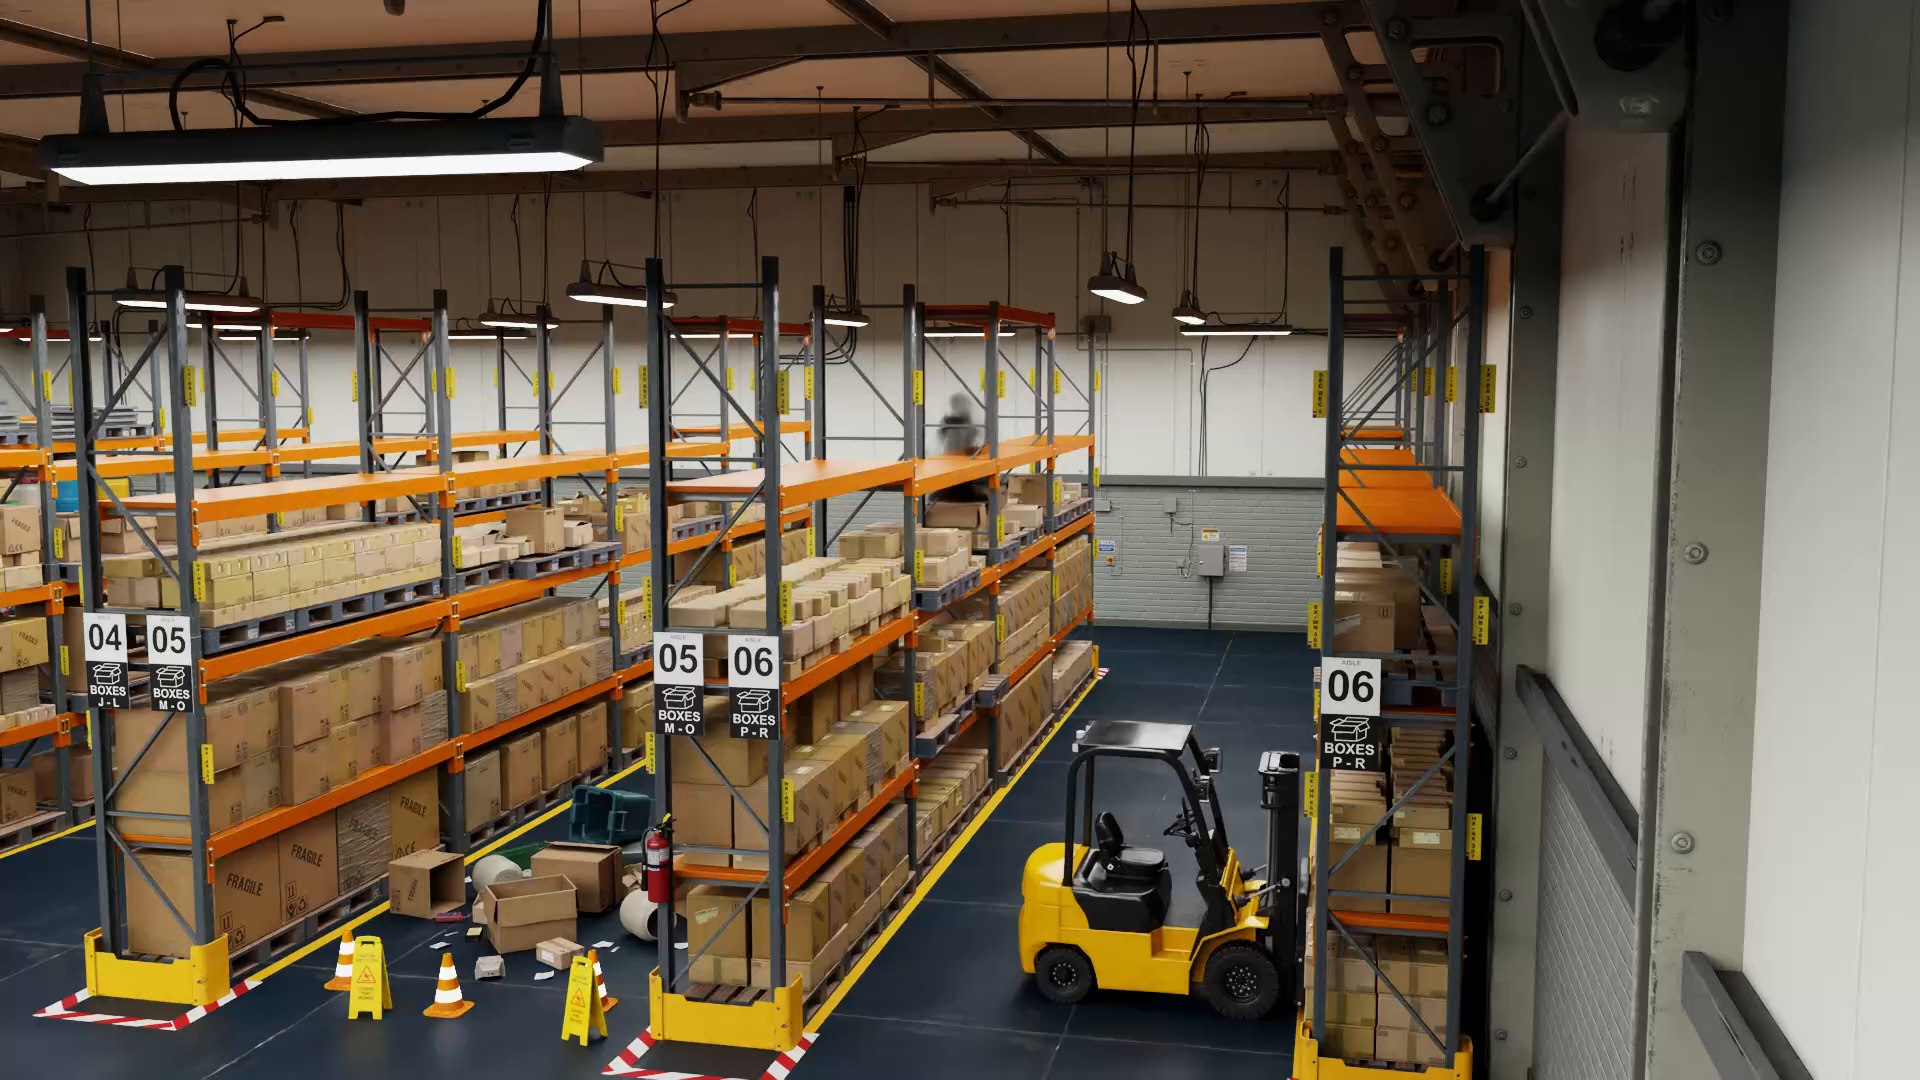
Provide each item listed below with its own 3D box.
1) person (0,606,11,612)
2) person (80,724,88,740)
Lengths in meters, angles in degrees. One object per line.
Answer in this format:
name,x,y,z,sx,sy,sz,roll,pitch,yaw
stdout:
person,-16.009,1.525,28.028,0.606,1.626,0.537,0,6,3
person,-11.905,2.028,22.714,0.642,1.665,0.532,1,6,11
